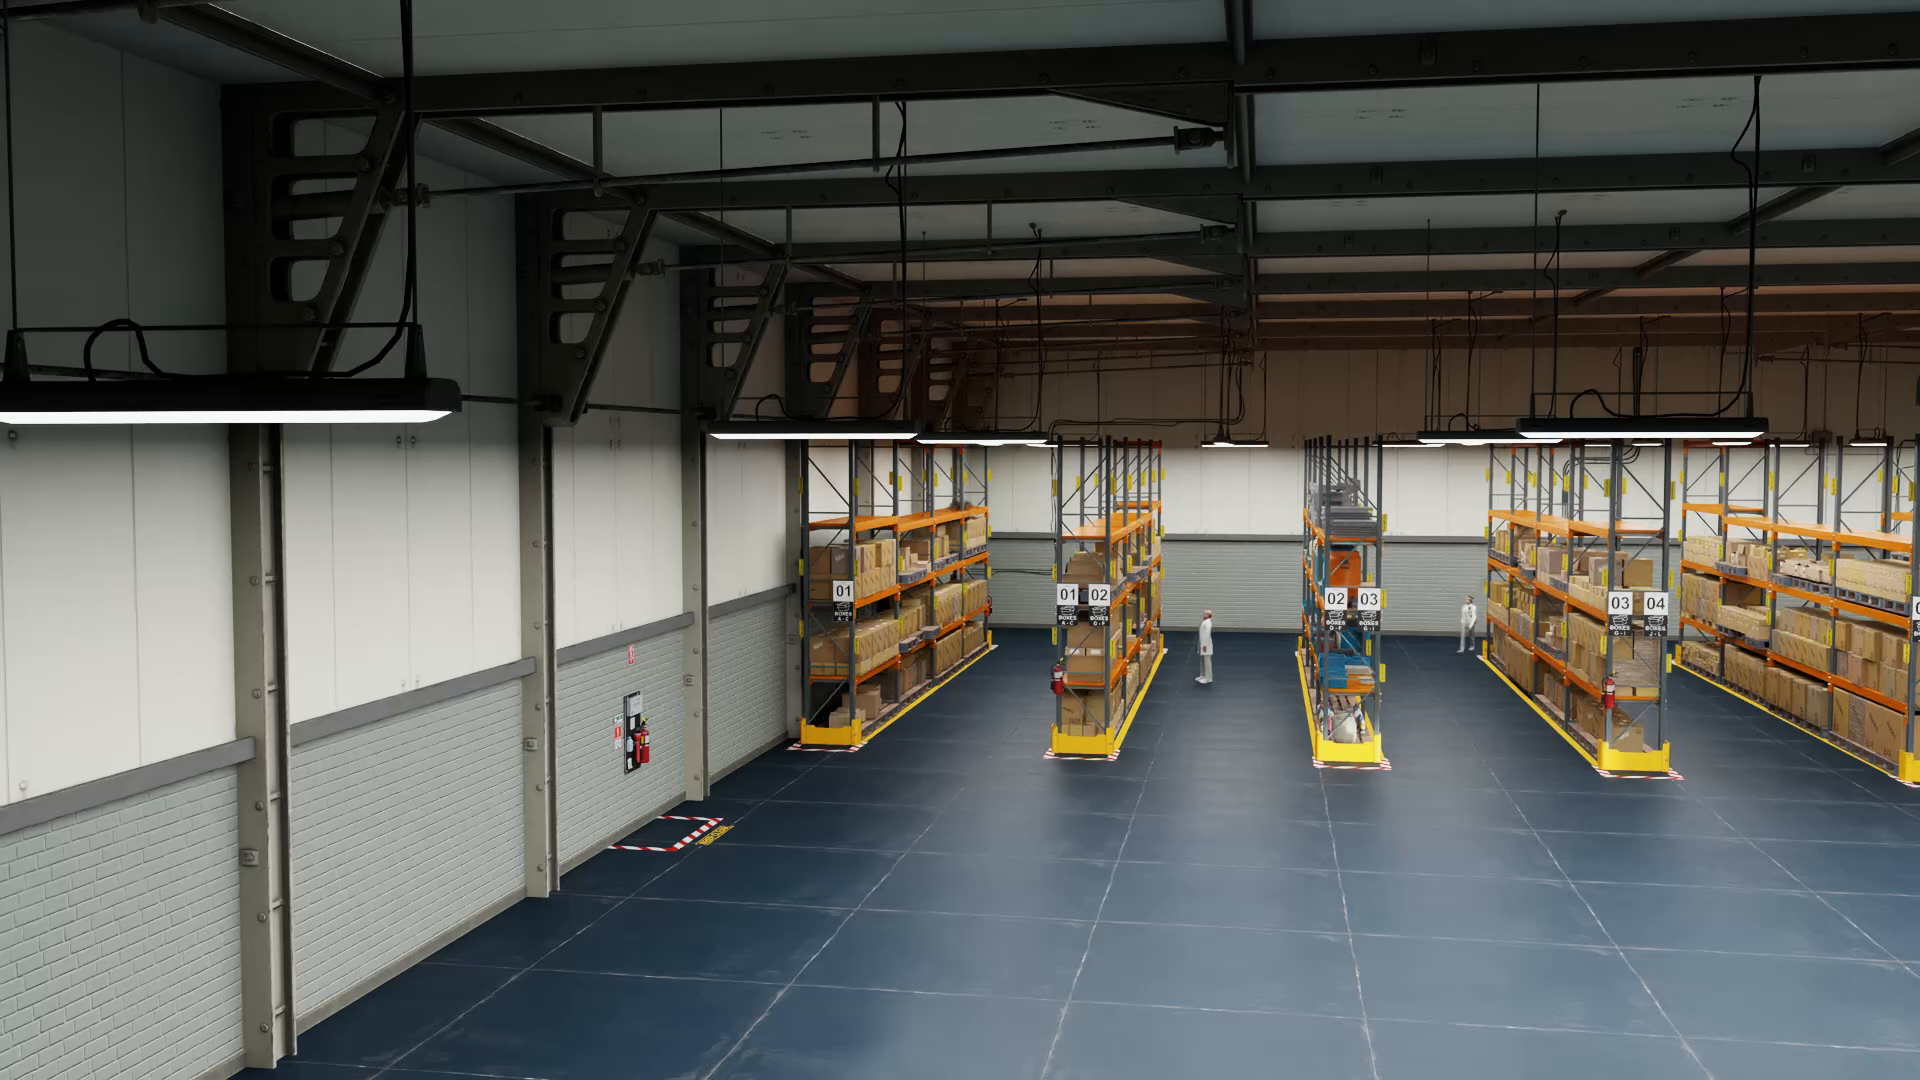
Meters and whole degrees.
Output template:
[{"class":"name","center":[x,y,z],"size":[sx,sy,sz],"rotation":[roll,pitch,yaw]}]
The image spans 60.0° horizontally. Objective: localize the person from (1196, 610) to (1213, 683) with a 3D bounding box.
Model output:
[{"class":"person","center":[6.049,2.712,41.054],"size":[0.431,1.576,0.615],"rotation":[-1,3,-9]}]

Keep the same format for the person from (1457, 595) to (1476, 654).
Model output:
[{"class":"person","center":[14.314,2.363,46.857],"size":[0.453,1.644,1.012],"rotation":[1,3,23]}]
